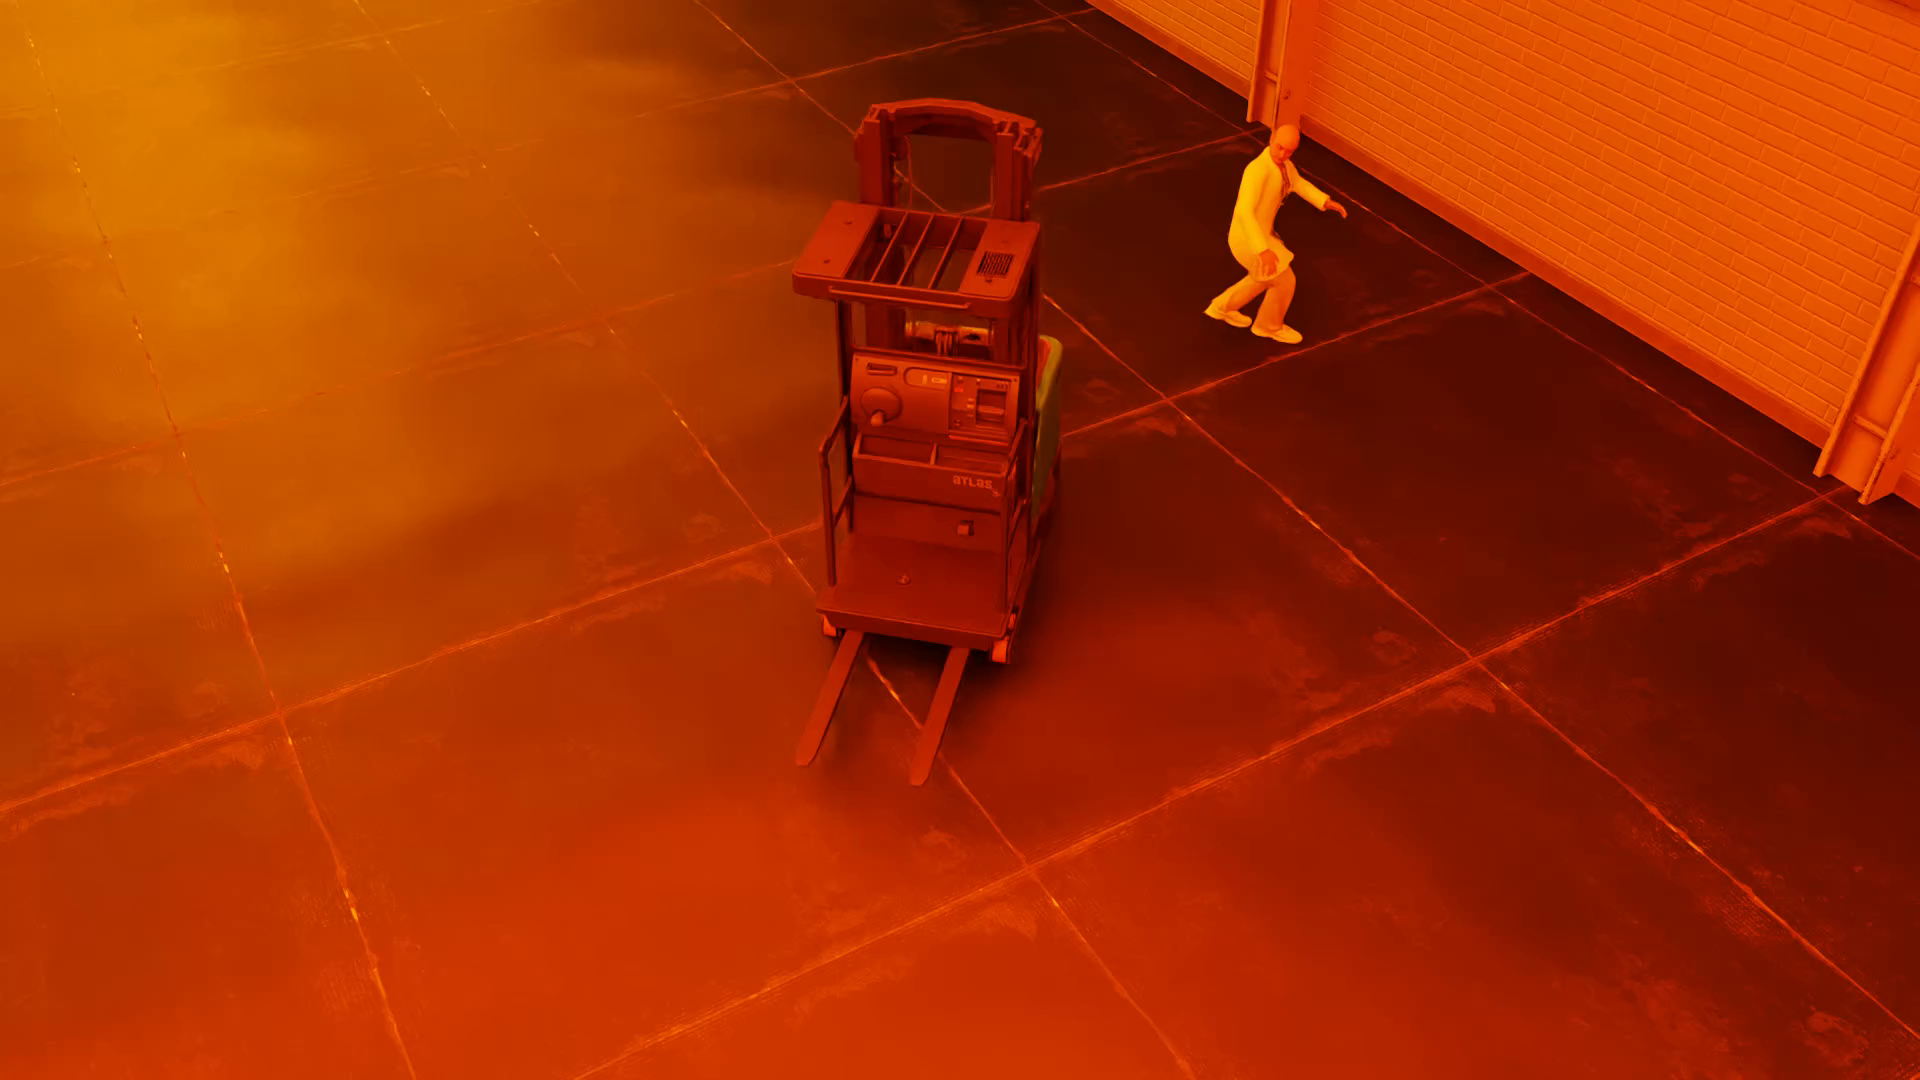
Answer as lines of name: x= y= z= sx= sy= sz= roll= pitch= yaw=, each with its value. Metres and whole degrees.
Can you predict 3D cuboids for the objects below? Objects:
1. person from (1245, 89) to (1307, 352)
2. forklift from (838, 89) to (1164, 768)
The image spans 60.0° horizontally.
person: x=2.314 y=-2.261 z=11.659 sx=0.579 sy=1.781 sz=0.709 roll=22 pitch=44 yaw=24
forklift: x=0.232 y=-0.762 z=8.955 sx=1.130 sy=2.935 sz=3.031 roll=-13 pitch=42 yaw=-16
